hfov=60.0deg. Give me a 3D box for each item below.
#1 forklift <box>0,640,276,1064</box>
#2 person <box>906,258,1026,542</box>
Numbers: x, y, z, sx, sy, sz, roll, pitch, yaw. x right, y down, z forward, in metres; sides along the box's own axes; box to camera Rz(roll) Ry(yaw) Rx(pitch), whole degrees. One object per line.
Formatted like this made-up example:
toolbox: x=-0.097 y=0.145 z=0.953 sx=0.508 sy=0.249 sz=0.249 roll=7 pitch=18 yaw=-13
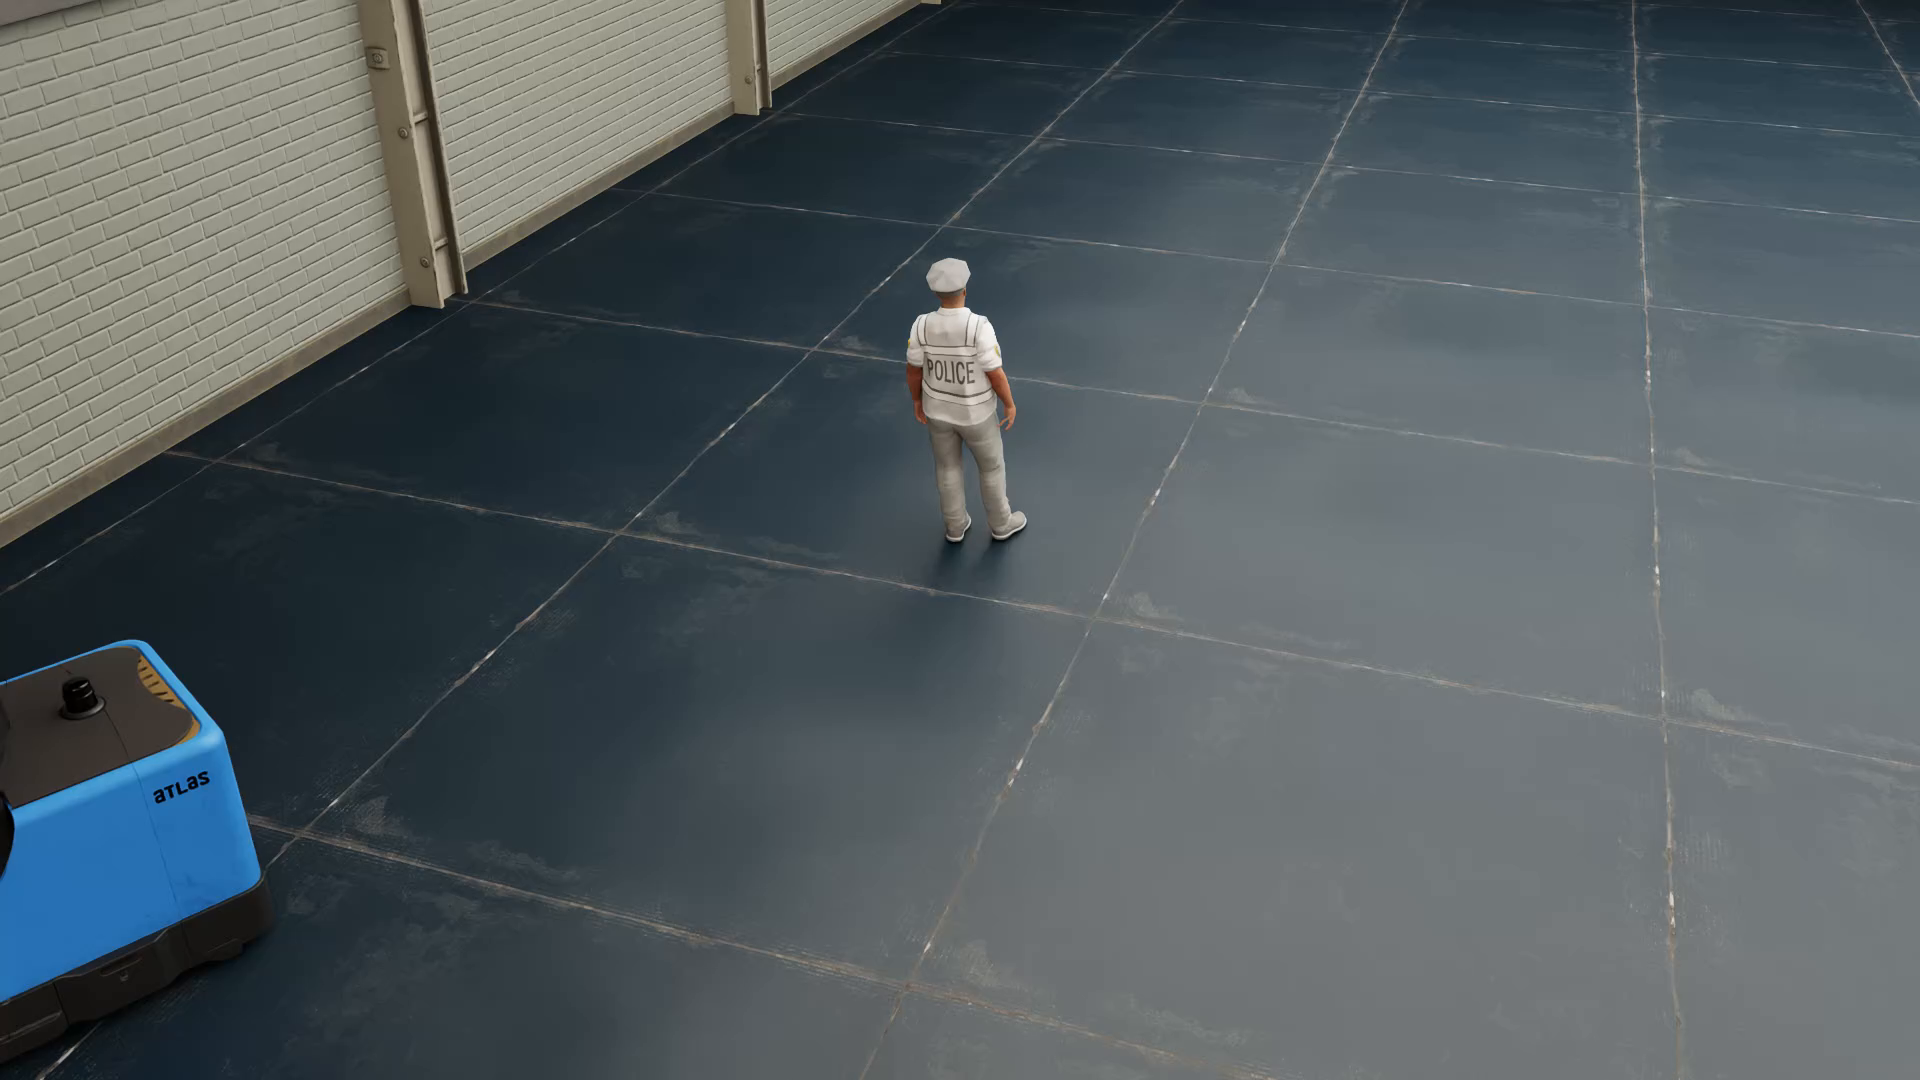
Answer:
forklift: x=-4.358 y=0.729 z=5.857 sx=3.031 sy=2.935 sz=1.130 roll=-24 pitch=37 yaw=-35
person: x=0.037 y=-0.815 z=9.712 sx=0.640 sy=1.781 sz=0.575 roll=10 pitch=31 yaw=16
